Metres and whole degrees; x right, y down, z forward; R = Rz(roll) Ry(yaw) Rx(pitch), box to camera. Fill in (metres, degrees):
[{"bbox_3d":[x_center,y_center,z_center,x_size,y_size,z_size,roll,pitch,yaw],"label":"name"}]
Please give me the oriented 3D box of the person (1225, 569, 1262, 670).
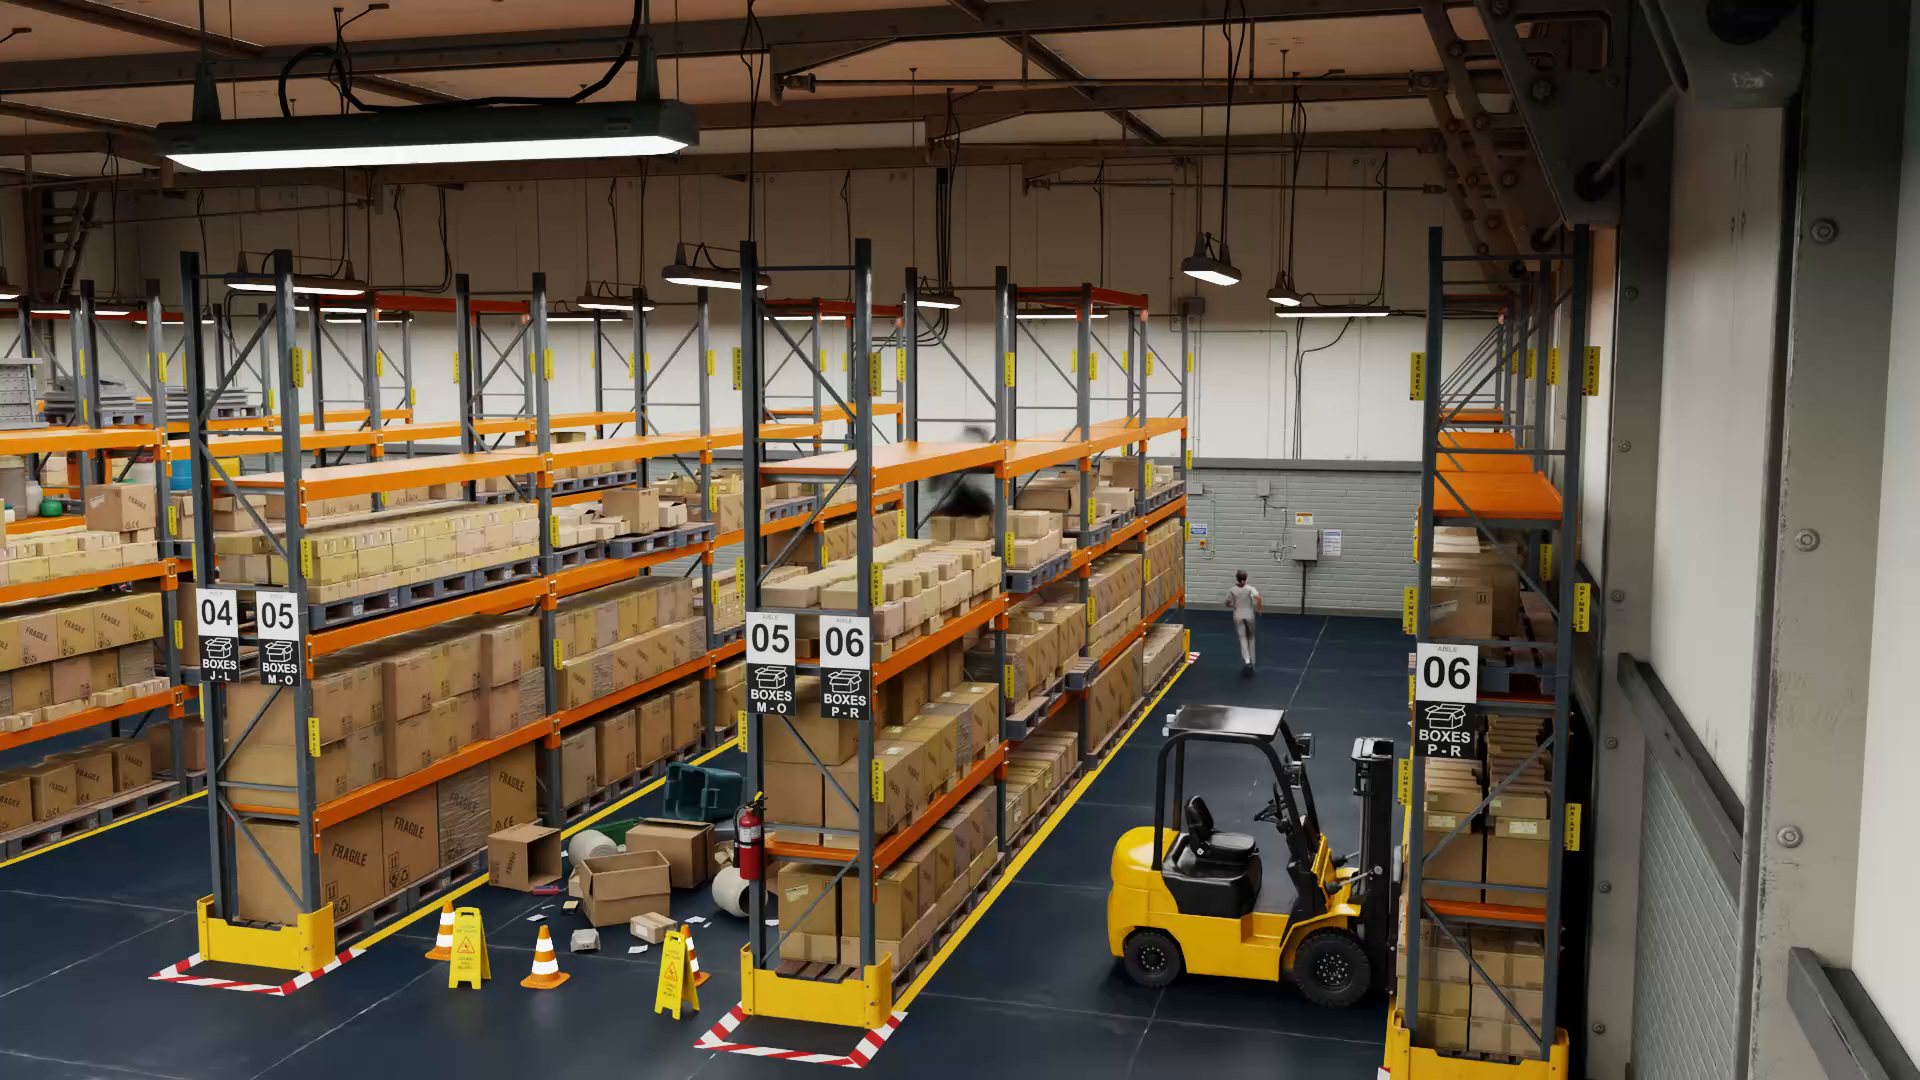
[{"bbox_3d":[4.602,1.326,27.060,0.584,1.691,0.899,1,6,8],"label":"person"}]
